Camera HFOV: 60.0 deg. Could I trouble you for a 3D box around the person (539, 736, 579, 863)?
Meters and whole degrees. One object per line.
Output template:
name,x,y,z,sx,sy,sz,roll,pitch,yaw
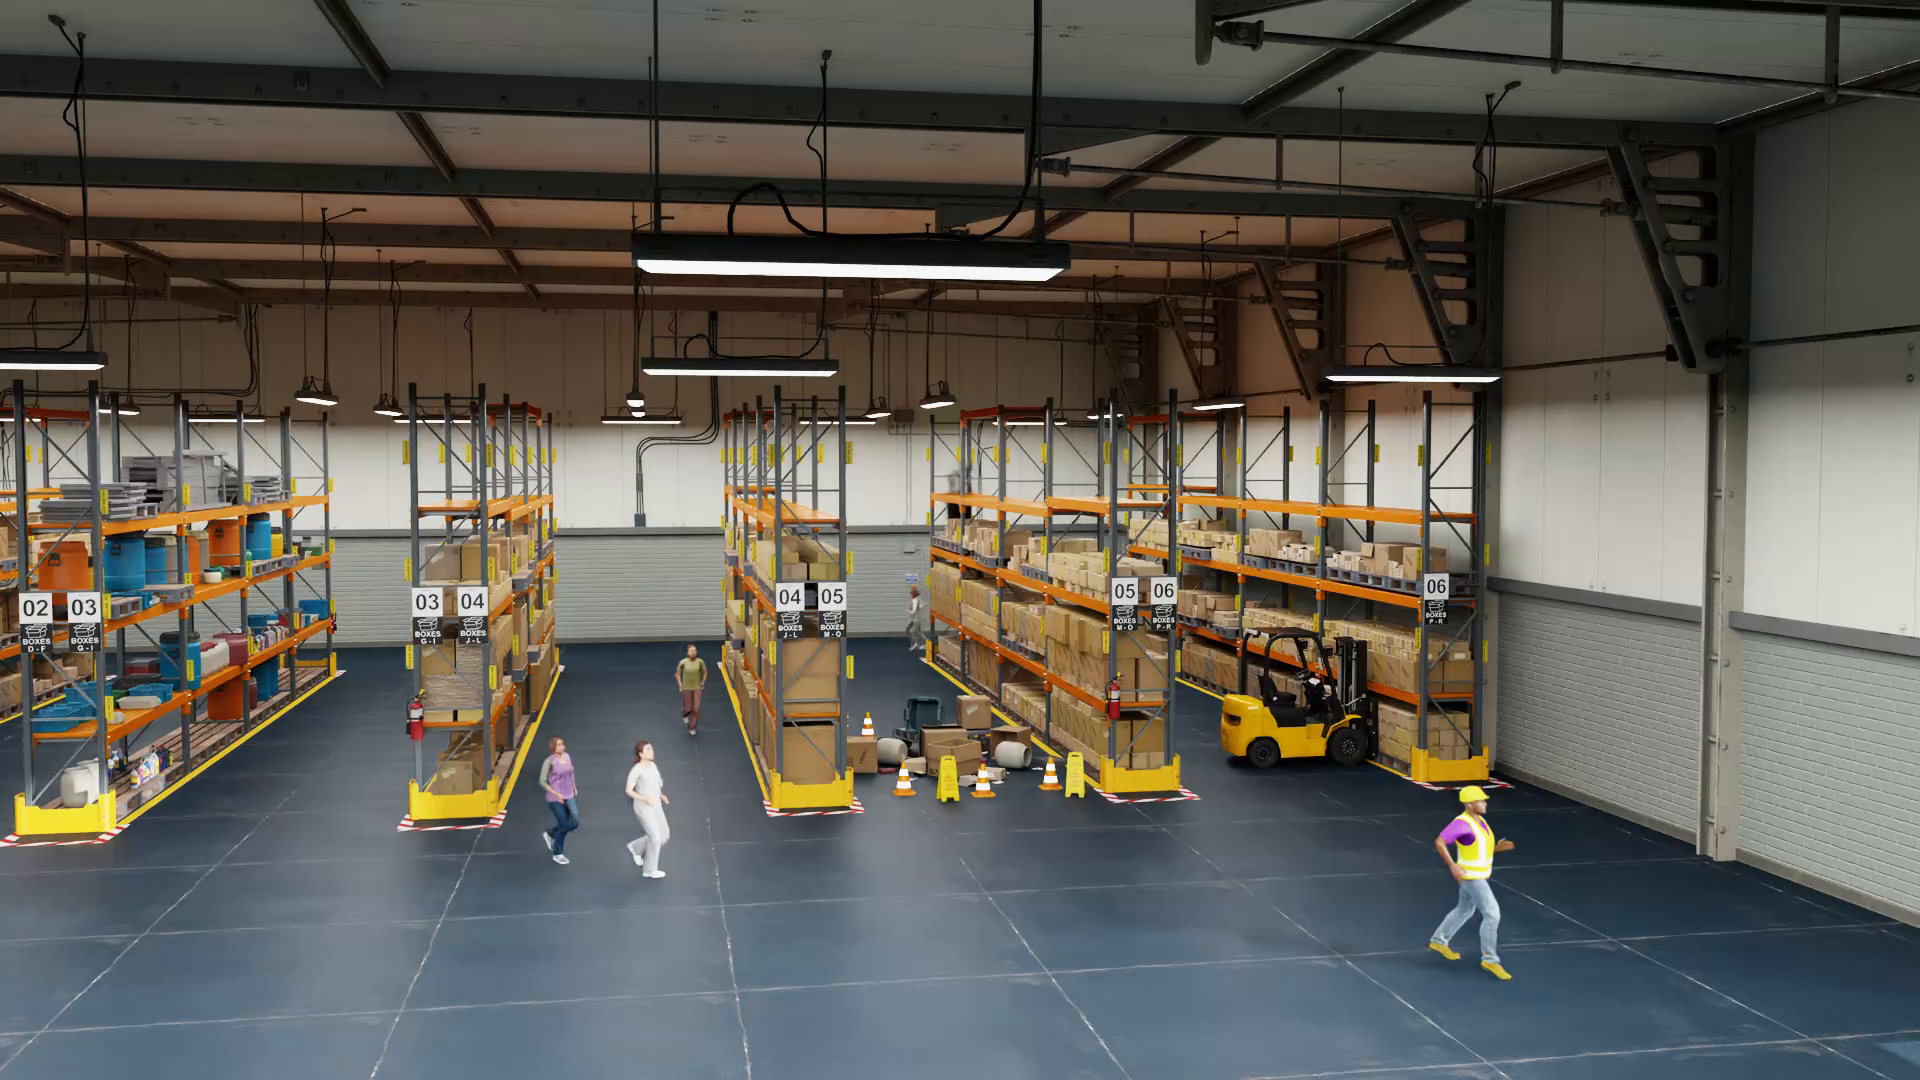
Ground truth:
person,-4.956,3.195,20.498,0.496,1.559,0.541,2,3,33

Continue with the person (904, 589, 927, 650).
person,-1.075,2.010,41.696,0.654,1.581,0.561,0,3,-9

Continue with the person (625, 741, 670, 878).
person,-3.748,3.186,19.748,0.594,1.617,0.561,1,3,27

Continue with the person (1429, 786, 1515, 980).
person,4.965,3.290,16.124,0.812,1.821,0.677,2,3,28

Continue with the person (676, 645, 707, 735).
person,-4.841,2.678,29.996,0.569,1.621,0.622,-1,3,-17
